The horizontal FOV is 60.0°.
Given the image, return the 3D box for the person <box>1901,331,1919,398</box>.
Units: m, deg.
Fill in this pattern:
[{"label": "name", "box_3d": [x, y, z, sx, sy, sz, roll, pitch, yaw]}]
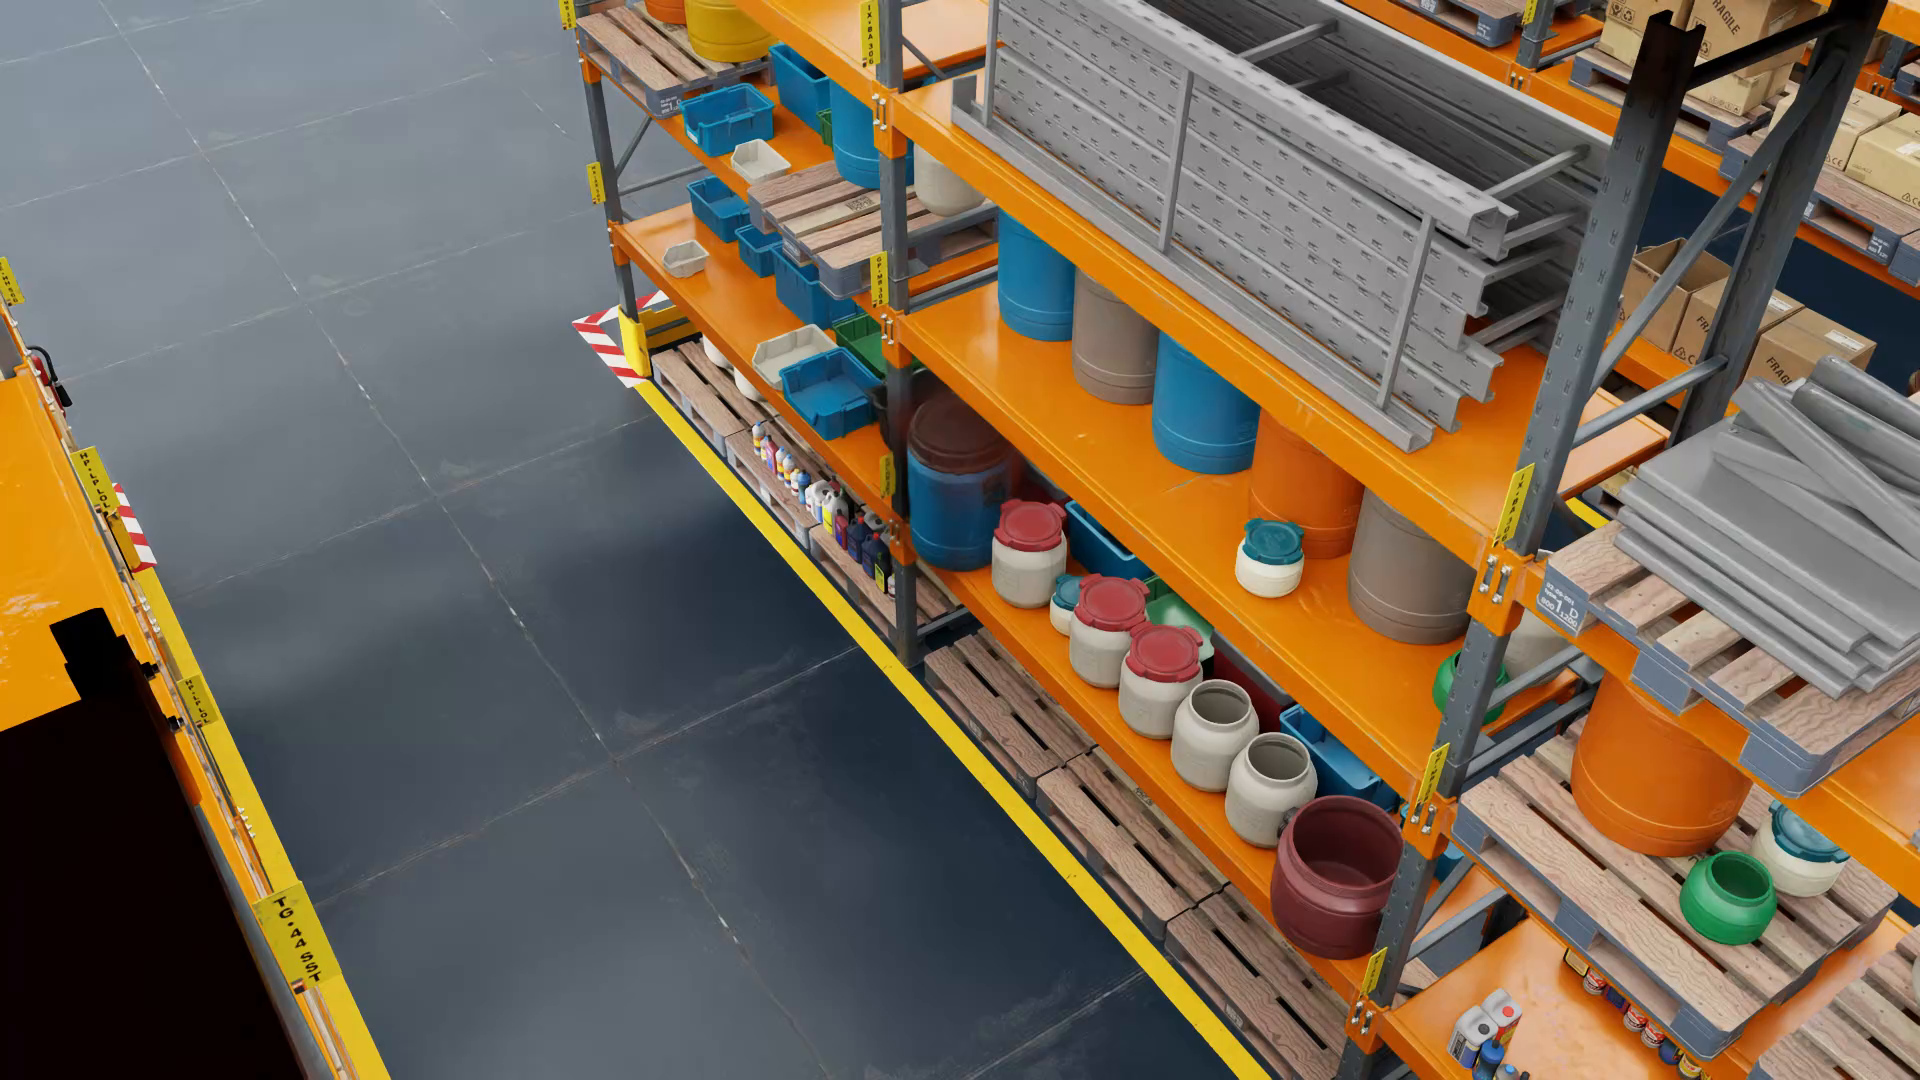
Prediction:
[{"label": "person", "box_3d": [6.871, -1.032, 11.647, 0.597, 1.688, 0.432, 0, 43, 0]}]
